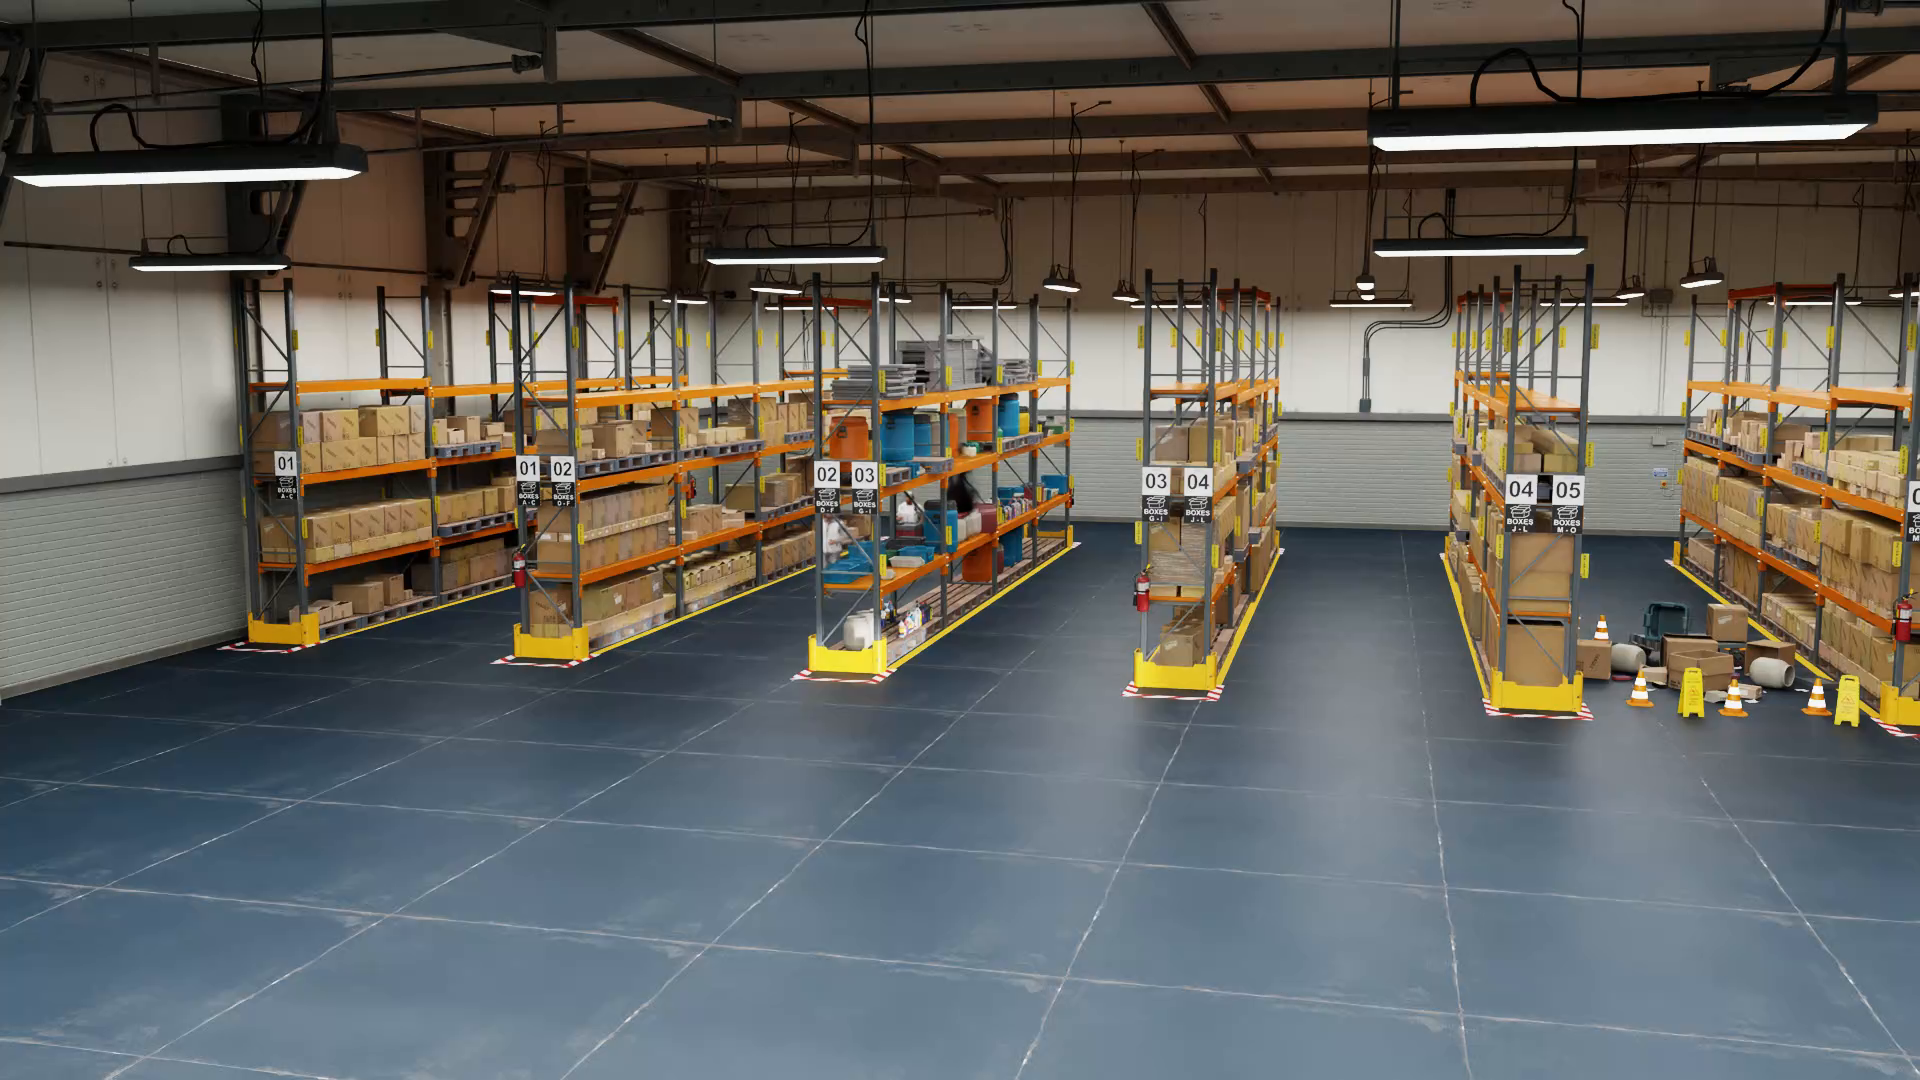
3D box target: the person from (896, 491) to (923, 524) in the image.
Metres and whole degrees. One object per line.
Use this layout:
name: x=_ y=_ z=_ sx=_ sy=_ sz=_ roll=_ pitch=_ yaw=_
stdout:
person: x=-1.064 y=-0.149 z=33.975 sx=0.562 sy=1.712 sz=0.877 roll=1 pitch=7 yaw=10

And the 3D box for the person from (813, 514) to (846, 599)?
person: x=-2.405 y=0.213 z=30.340 sx=0.638 sy=1.754 sz=0.592 roll=1 pitch=7 yaw=5
